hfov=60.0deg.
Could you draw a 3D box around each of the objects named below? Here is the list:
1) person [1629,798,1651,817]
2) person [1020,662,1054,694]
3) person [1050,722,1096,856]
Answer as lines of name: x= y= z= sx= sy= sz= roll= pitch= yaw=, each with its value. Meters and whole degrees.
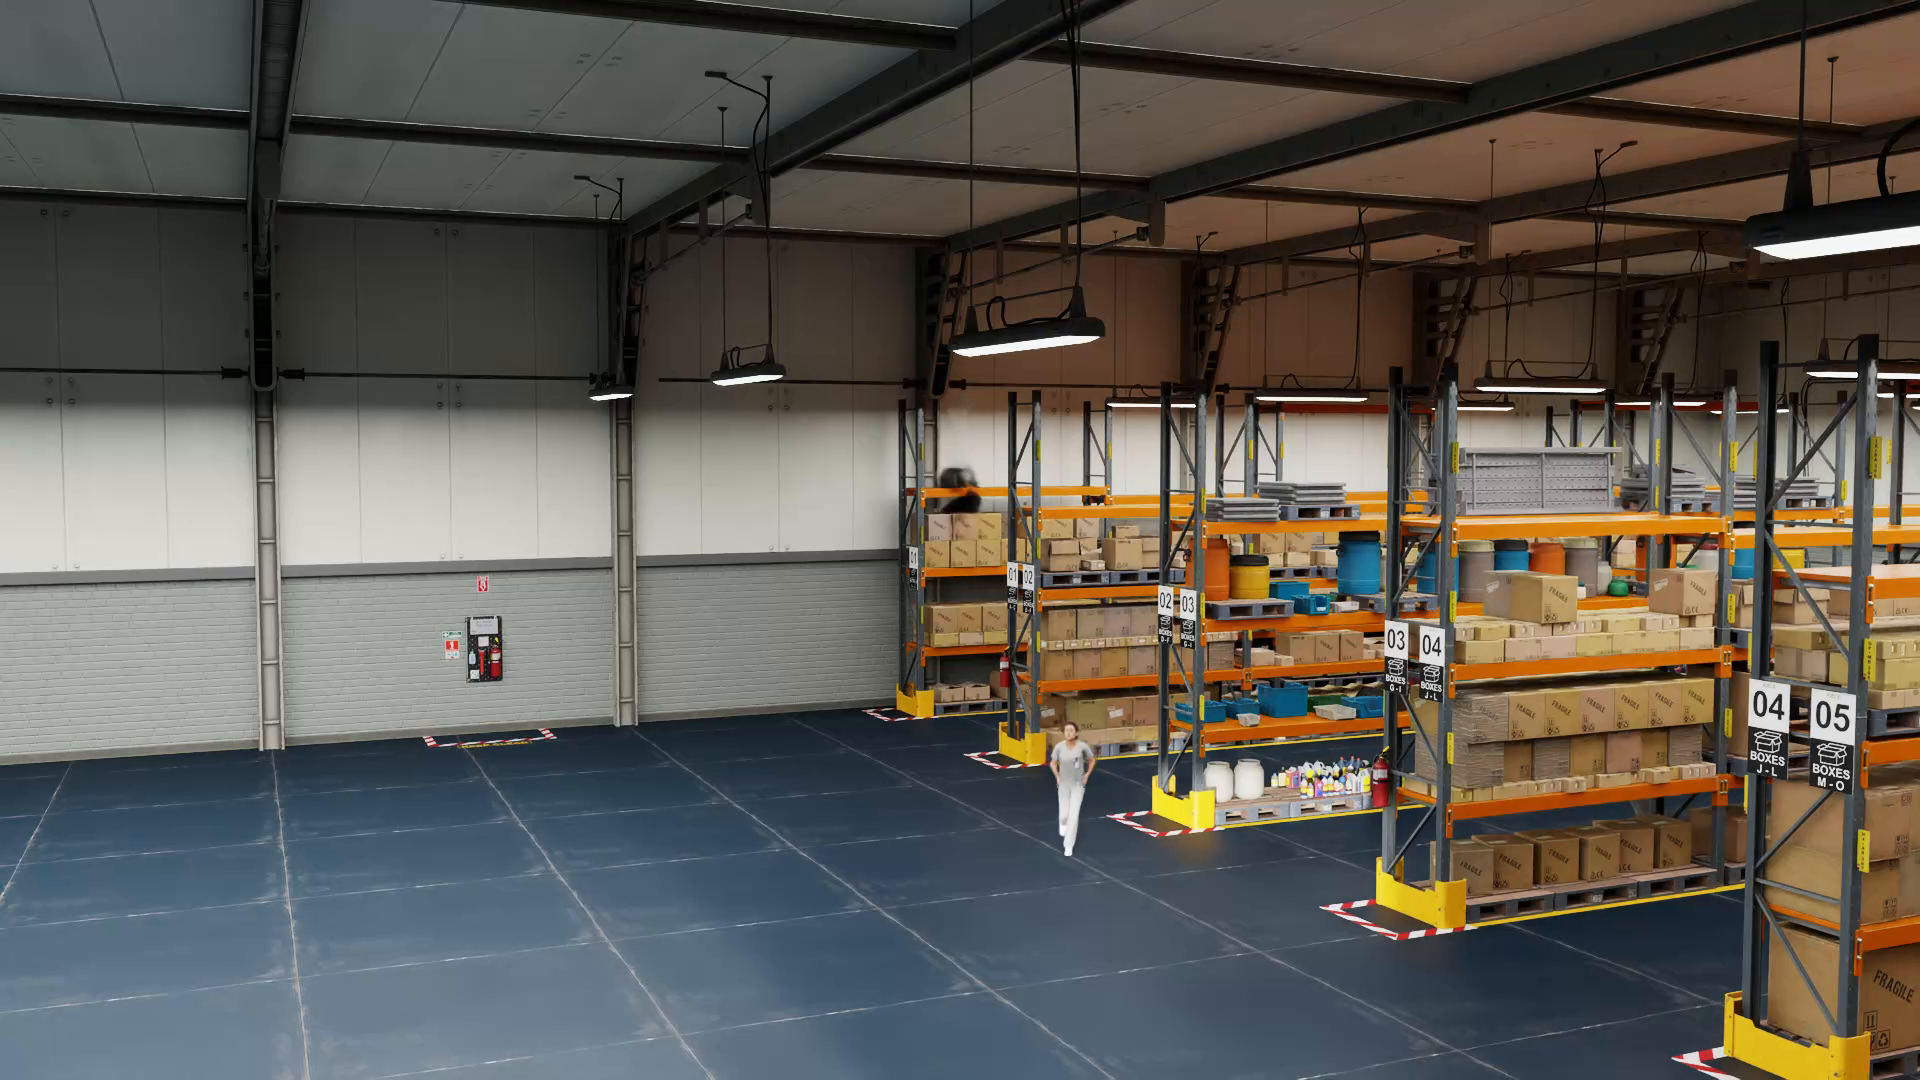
person: x=9.050 y=3.036 z=22.195 sx=0.648 sy=1.644 sz=0.601 roll=-2 pitch=4 yaw=-31
person: x=1.459 y=2.320 z=29.191 sx=0.711 sy=1.748 sz=0.708 roll=-2 pitch=4 yaw=-32
person: x=1.435 y=3.119 z=21.120 sx=0.573 sy=1.656 sz=0.745 roll=1 pitch=3 yaw=10
